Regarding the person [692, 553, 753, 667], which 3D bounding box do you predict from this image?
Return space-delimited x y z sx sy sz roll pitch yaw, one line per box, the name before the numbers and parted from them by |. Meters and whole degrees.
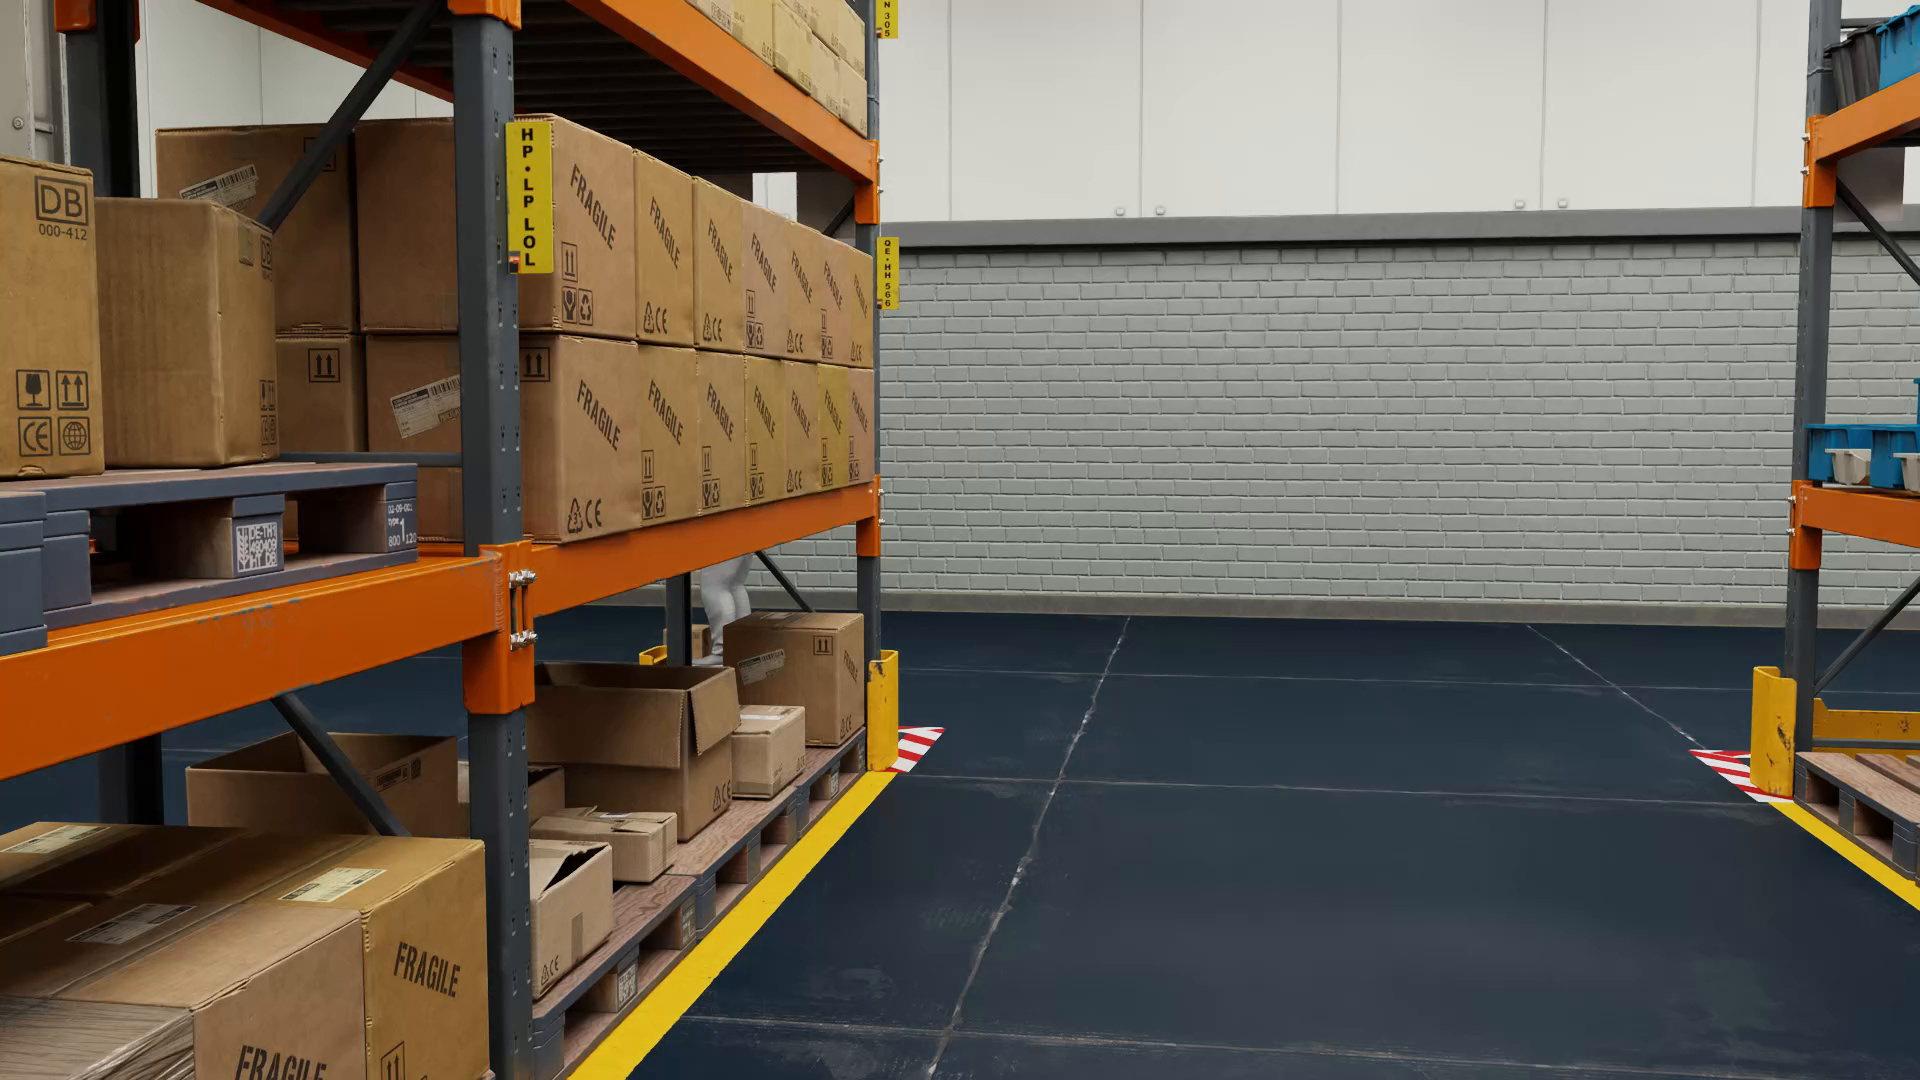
person | -1.471 -0.068 10.472 0.480 1.746 0.595 0 4 6
